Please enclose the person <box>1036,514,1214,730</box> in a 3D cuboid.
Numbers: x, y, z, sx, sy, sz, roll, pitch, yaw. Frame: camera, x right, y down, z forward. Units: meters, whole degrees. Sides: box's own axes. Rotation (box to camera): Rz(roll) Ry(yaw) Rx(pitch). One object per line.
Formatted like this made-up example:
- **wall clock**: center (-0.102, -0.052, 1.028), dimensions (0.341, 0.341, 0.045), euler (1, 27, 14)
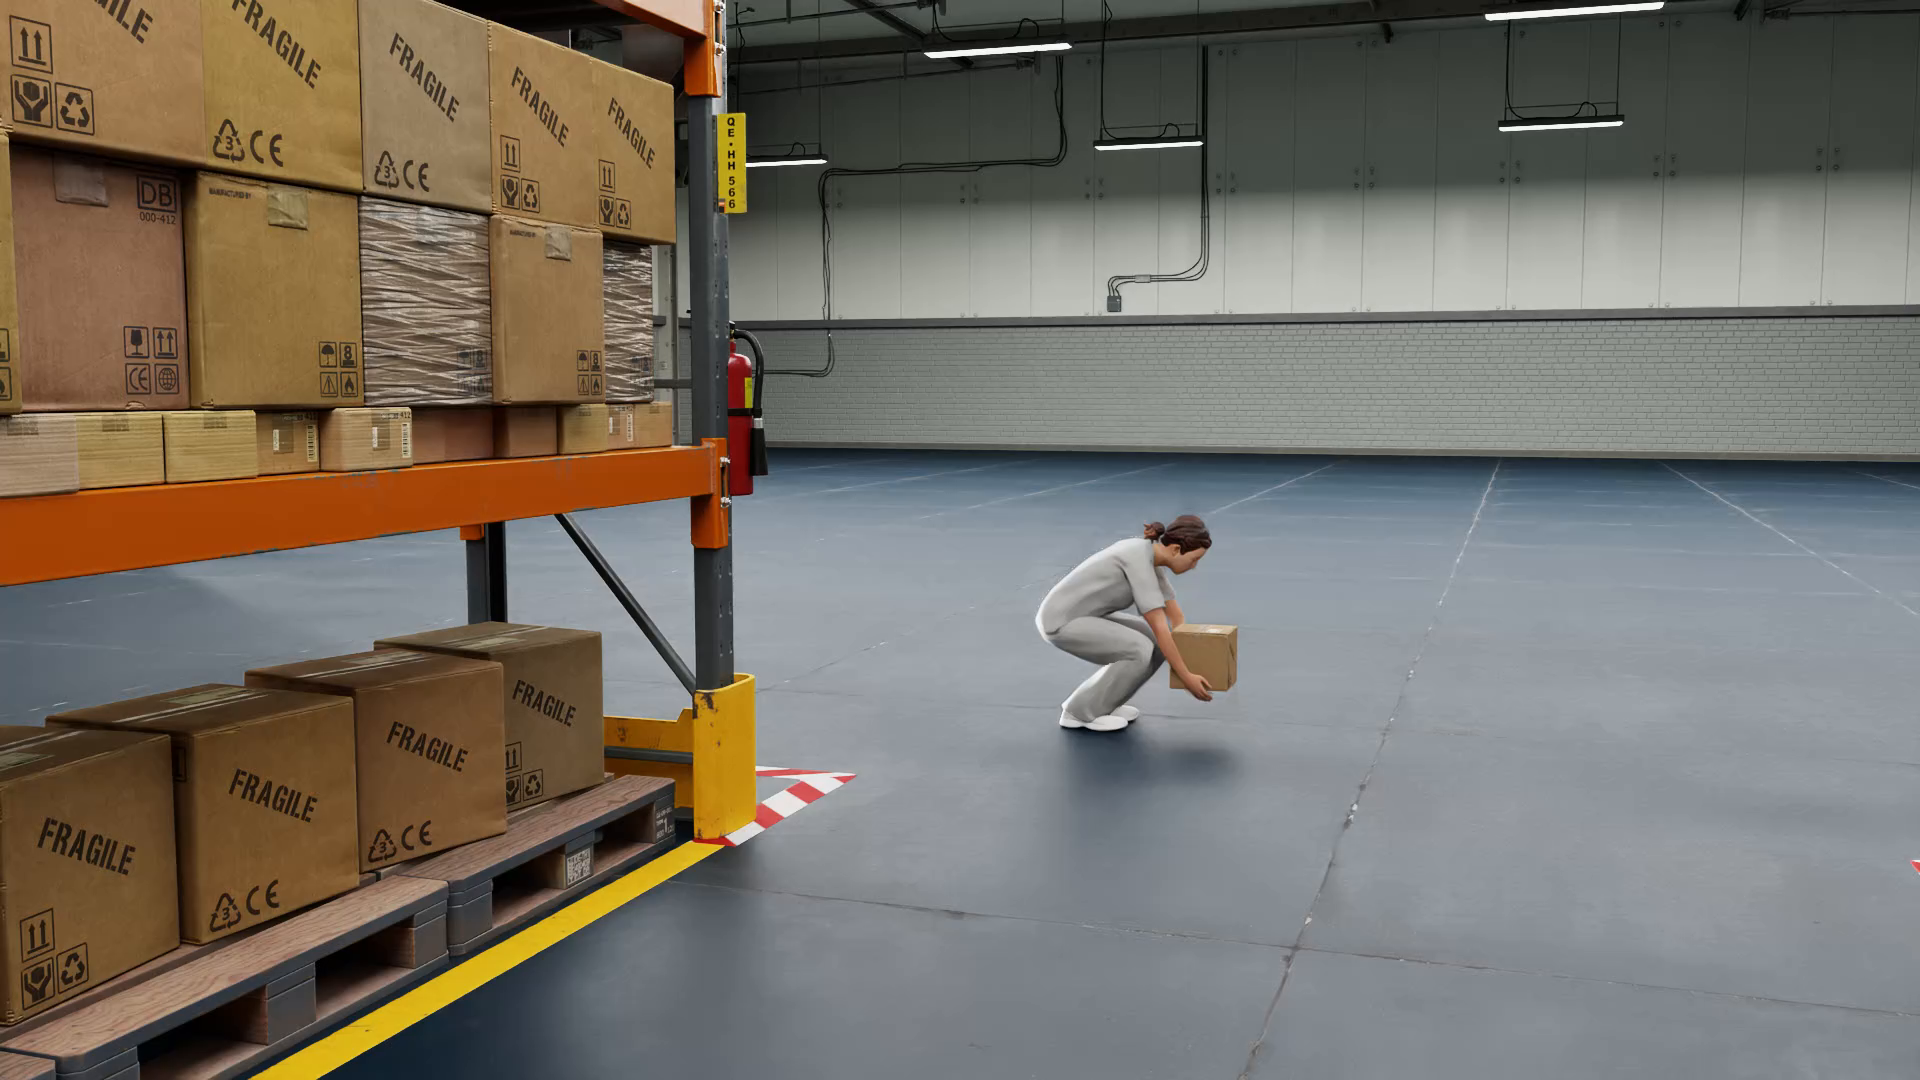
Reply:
- **person**: center (0.744, 0.355, 7.352), dimensions (0.801, 0.946, 0.487), euler (2, 6, 18)
